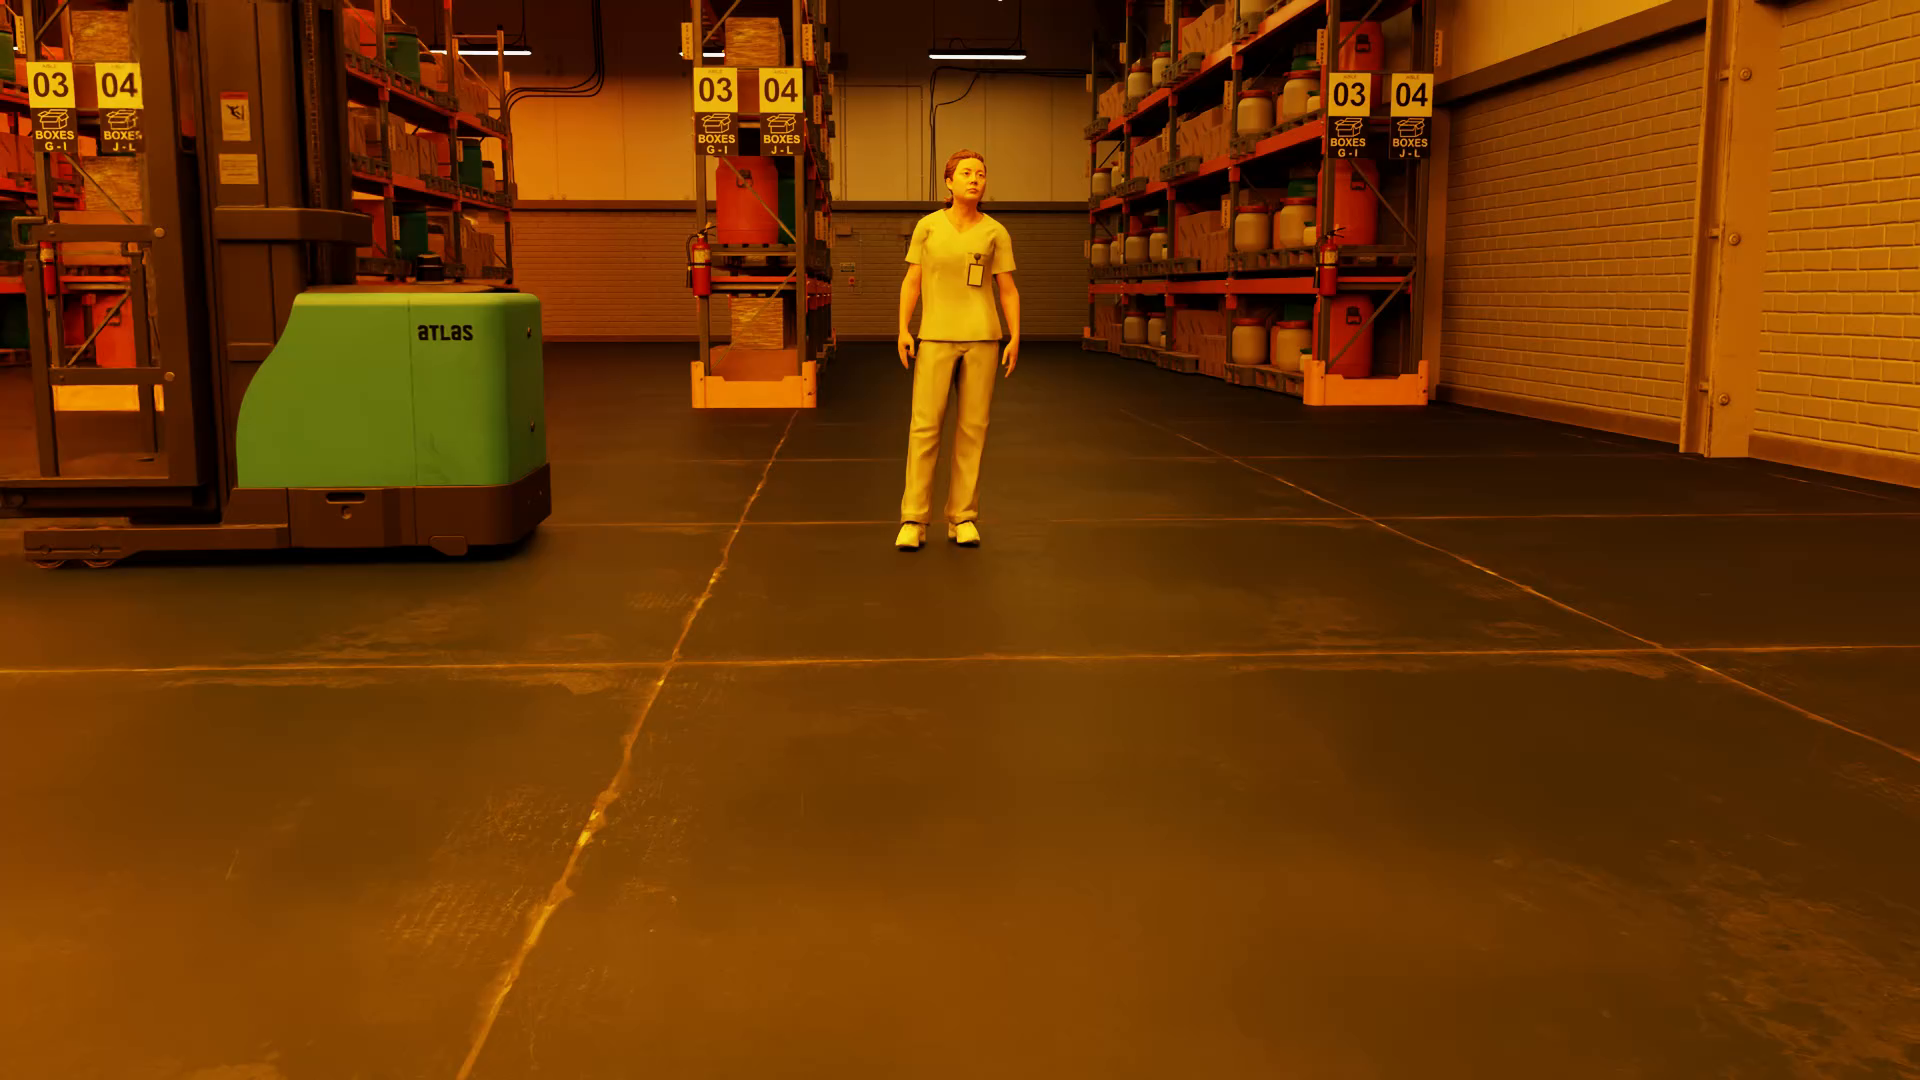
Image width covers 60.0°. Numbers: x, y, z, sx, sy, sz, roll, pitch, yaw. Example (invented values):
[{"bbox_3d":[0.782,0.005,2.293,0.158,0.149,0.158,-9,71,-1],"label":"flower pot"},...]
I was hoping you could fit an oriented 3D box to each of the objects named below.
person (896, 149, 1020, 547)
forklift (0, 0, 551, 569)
[{"bbox_3d":[-0.009,-0.825,7.112,0.549,1.673,0.548,-1,8,-4],"label":"person"},{"bbox_3d":[-3.348,-1.417,6.875,3.031,2.935,1.130,-1,8,-5],"label":"forklift"}]
